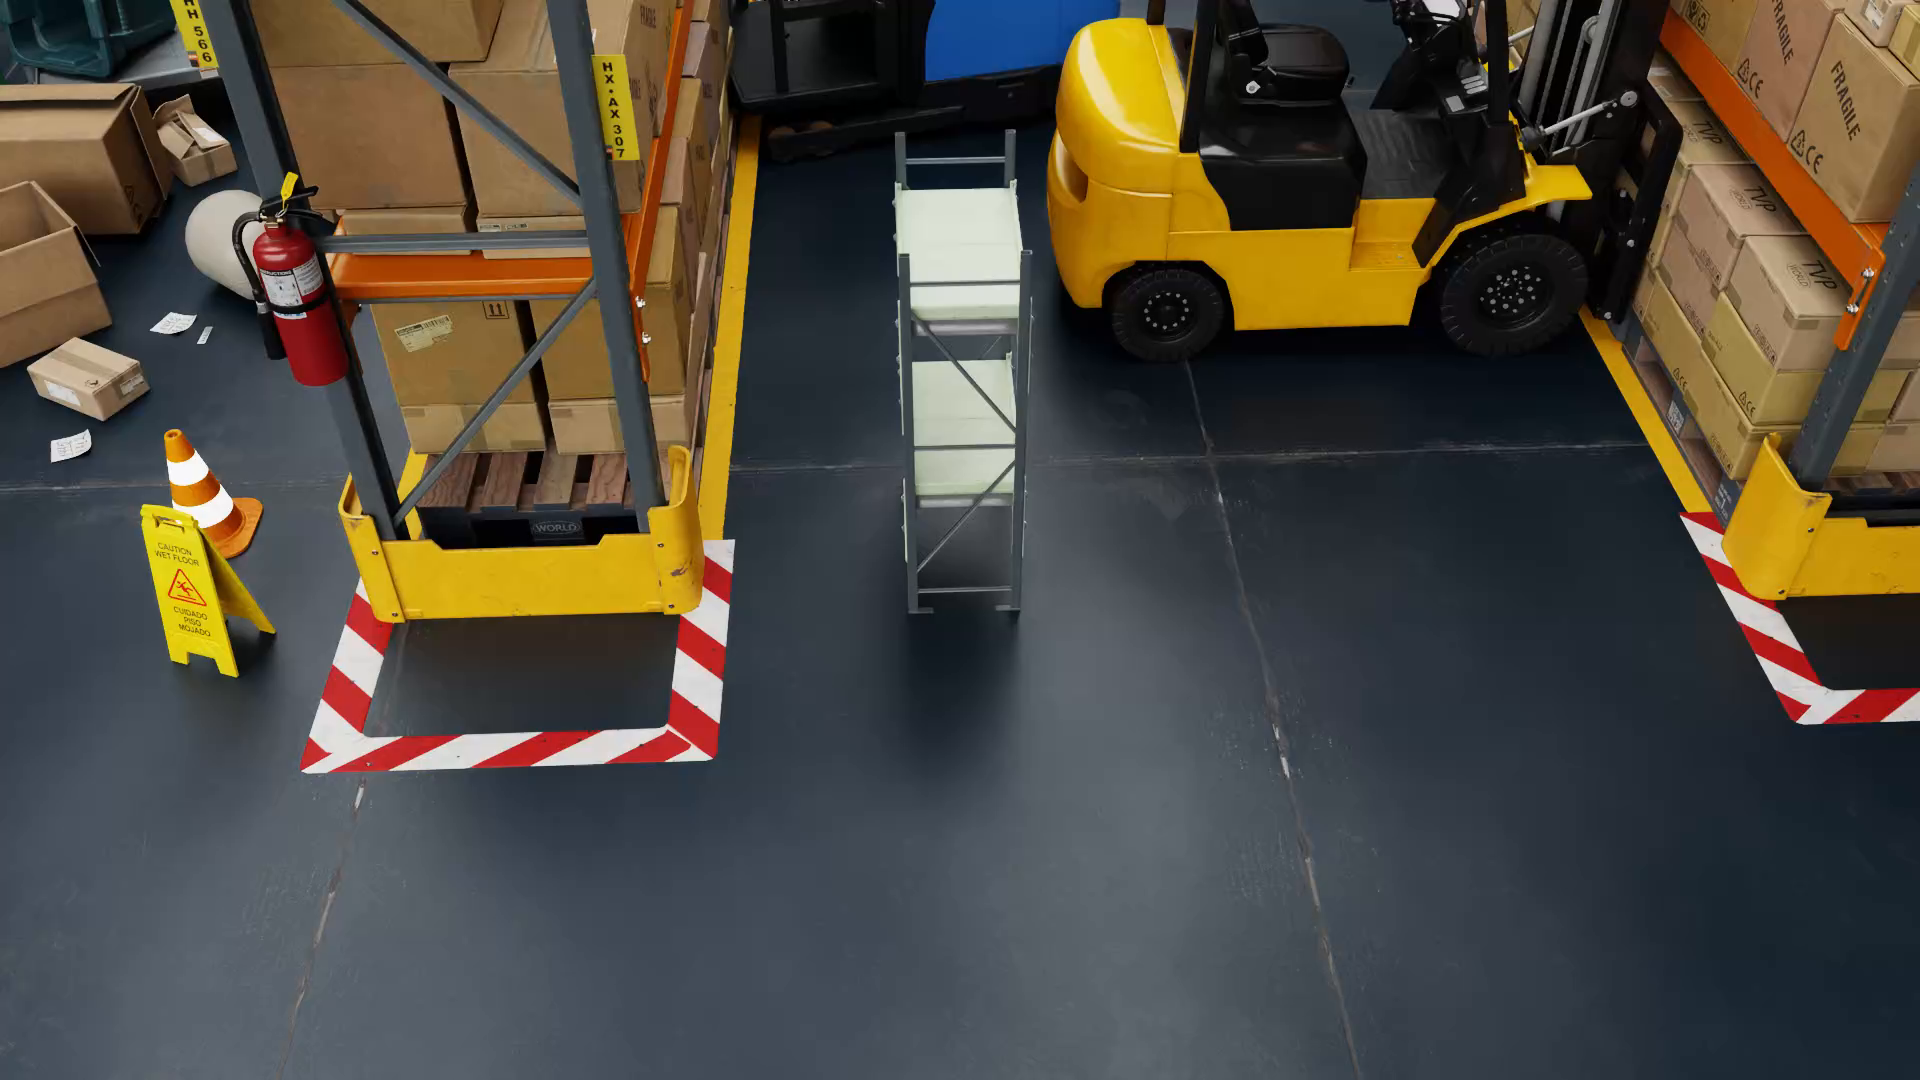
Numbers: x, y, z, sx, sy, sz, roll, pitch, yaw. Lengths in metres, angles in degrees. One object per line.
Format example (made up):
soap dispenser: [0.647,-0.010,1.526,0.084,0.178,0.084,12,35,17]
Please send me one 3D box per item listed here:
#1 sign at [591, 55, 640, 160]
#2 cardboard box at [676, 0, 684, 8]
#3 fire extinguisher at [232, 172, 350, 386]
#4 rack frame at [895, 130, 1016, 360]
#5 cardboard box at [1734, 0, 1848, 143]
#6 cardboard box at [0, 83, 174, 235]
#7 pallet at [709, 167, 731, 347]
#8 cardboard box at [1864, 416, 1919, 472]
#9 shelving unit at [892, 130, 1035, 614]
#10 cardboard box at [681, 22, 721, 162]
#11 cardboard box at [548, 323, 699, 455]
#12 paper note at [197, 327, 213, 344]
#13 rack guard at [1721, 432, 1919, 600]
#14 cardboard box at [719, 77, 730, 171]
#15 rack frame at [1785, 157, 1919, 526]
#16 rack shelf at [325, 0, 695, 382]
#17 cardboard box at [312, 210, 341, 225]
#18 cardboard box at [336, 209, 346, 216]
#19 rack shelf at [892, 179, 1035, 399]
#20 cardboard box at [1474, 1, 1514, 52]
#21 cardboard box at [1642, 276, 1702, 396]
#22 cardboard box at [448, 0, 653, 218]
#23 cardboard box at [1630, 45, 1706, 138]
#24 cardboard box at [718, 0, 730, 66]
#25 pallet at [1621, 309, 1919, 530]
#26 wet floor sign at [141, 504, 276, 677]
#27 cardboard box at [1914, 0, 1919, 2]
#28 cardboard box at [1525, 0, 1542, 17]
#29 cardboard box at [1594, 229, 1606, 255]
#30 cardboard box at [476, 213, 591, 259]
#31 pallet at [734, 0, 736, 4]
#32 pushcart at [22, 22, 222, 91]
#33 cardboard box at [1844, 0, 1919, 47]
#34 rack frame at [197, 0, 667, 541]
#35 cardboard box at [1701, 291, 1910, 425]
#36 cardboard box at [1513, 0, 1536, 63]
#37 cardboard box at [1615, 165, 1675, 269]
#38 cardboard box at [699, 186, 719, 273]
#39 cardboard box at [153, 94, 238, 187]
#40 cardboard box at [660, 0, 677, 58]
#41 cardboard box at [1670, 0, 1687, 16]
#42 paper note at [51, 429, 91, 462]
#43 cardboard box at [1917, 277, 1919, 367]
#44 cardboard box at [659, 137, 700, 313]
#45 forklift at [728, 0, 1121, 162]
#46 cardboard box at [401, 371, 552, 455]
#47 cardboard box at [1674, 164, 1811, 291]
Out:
sign: [-0.981,-1.226,4.727,0.100,0.325,0.005,-2,43,-2]
cardboard box: [-1.300,-2.259,6.680,0.380,0.149,0.250,-1,43,-1]
fire extinguisher: [-1.979,-0.772,4.930,0.296,0.674,0.183,-2,43,-2]
rack frame: [-0.015,-0.795,6.008,0.400,1.500,0.023,-2,43,-2]
cardboard box: [3.140,-1.748,5.864,0.500,0.500,0.500,0,43,0]
cardboard box: [-4.175,-1.765,7.703,0.797,0.637,0.503,-2,43,-2]
pallet: [-1.574,-1.286,7.497,1.003,0.211,1.213,-2,43,-2]
cardboard box: [3.611,-0.515,6.316,0.500,0.250,0.500,-1,43,-2]
shelving unit: [0.000,-0.548,5.738,0.431,1.500,0.755,-2,43,-2]
cardboard box: [-1.353,-1.930,7.305,0.500,0.500,0.500,0,43,0]
cardboard box: [-1.281,-0.585,6.393,0.500,0.250,0.500,-2,43,-2]
paper note: [-3.274,-0.889,7.212,0.032,0.001,0.123,-2,43,-2]
rack guard: [3.437,-0.099,5.988,1.175,0.500,0.348,-2,43,-2]
cardboard box: [-1.367,-1.982,7.917,0.500,0.250,0.500,-3,43,-3]
rack frame: [3.436,-1.036,5.161,1.000,3.000,0.127,-2,43,-2]
rack shelf: [-1.608,-1.976,6.719,1.077,0.370,4.000,-2,43,-2]
cardboard box: [-3.007,-1.909,7.961,0.500,0.500,0.500,27,49,27]
cardboard box: [-1.874,-1.213,5.539,0.380,0.149,0.250,-2,43,-2]
rack shelf: [0.000,-0.836,5.475,0.431,0.370,0.720,-2,43,-2]
cardboard box: [2.956,-2.542,8.527,0.500,0.250,0.500,-1,43,-1]
cardboard box: [3.089,-0.822,6.651,0.500,0.250,0.500,-2,43,-2]
cardboard box: [-1.266,-1.366,5.226,0.500,0.500,0.500,-2,43,-2]
cardboard box: [3.032,-1.875,7.060,0.500,0.250,0.500,-2,43,-3]
cardboard box: [-1.400,-2.618,8.055,0.500,0.500,0.500,-2,43,-2]
pallet: [3.362,-0.524,6.665,1.003,0.211,1.213,-2,43,-2]
wet floor sign: [-2.584,0.135,5.625,0.267,0.644,0.232,12,44,13]
cardboard box: [3.169,-1.823,5.245,0.380,0.149,0.250,-2,43,-2]
cardboard box: [2.985,-2.565,7.813,0.500,0.250,0.500,-2,43,-2]
cardboard box: [3.032,-1.510,7.401,0.500,0.250,0.500,0,43,0]
cardboard box: [-1.331,-1.034,5.344,0.380,0.149,0.250,-1,43,-2]
pallet: [-1.727,-3.089,9.464,1.003,0.211,1.213,-2,43,-2]
pushcart: [-3.969,-2.526,8.726,1.648,0.377,0.936,-16,45,-16]
cardboard box: [3.101,-1.710,5.342,0.380,0.149,0.250,-1,43,-1]
rack frame: [-1.523,-0.891,5.003,1.000,3.000,0.127,-2,43,-2]
cardboard box: [3.103,-0.681,6.128,0.500,0.250,0.500,-2,43,-2]
cardboard box: [3.002,-2.387,7.988,0.500,0.250,0.500,-2,43,-2]
cardboard box: [3.050,-1.368,6.877,0.500,0.250,0.500,-3,43,-3]
cardboard box: [-1.331,-1.298,7.170,0.500,0.250,0.500,1,43,1]
cardboard box: [-3.803,-1.972,8.205,0.258,0.266,0.396,-32,51,-30]
cardboard box: [-1.314,-2.059,5.982,0.500,0.500,0.500,-2,43,-3]
cardboard box: [3.086,-2.433,6.611,0.500,0.500,0.500,-1,43,-2]
paper note: [-3.552,-0.378,6.640,0.148,0.019,0.142,-16,45,-16]
cardboard box: [3.605,-0.876,5.970,0.500,0.250,0.500,-2,43,-2]
cardboard box: [-1.309,-1.230,6.542,0.500,0.500,0.500,-3,43,-3]
forklift: [-0.753,-3.370,7.758,3.031,2.935,1.130,-12,44,-12]
cardboard box: [-1.827,-0.587,6.394,0.500,0.250,0.500,-2,43,-2]
cardboard box: [3.077,-1.193,6.315,0.500,0.250,0.500,-1,43,-1]
